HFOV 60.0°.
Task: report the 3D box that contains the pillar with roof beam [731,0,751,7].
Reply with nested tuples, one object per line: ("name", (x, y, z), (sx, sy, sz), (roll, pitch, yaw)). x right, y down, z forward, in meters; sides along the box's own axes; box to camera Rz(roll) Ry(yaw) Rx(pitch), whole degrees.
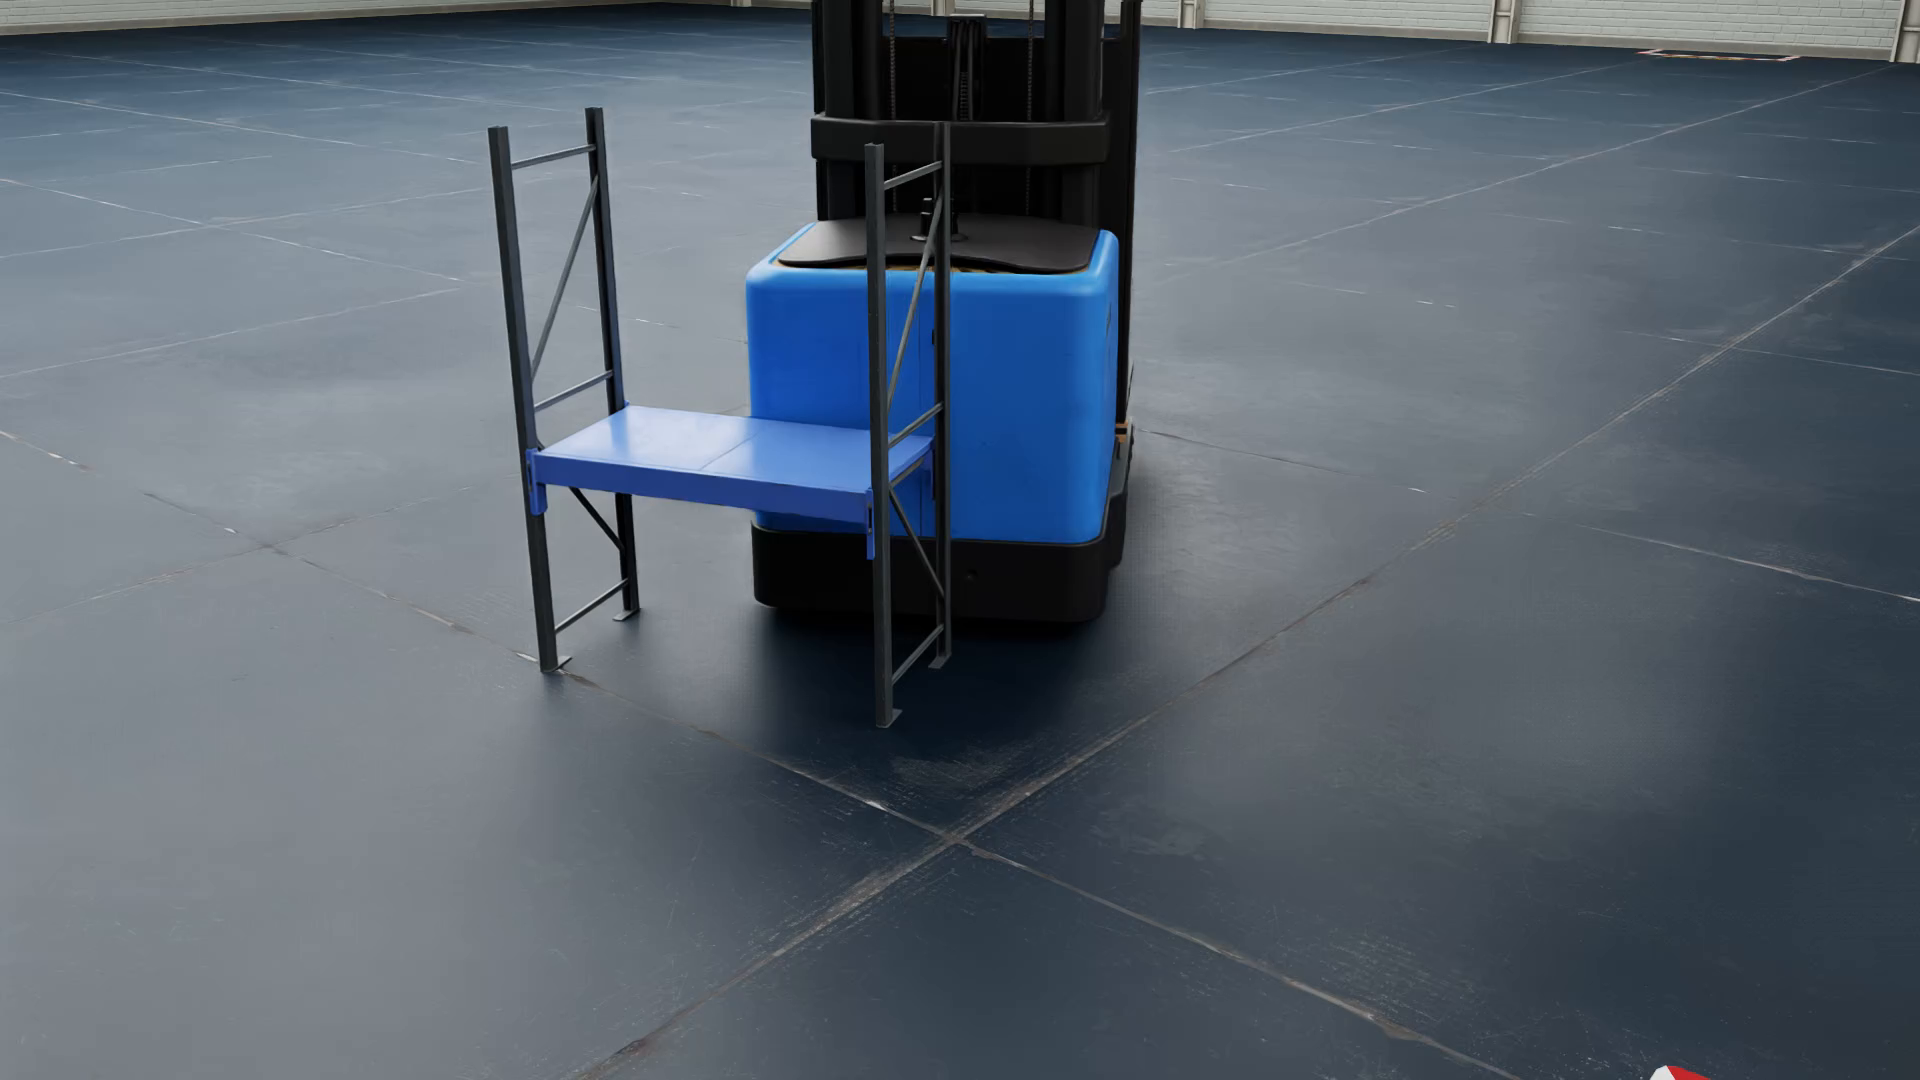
("pillar with roof beam", (-7.723, -15.251, 33.357), (0.400, 9.000, 9.100), (16, 26, 36))

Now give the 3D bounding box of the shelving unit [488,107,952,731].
("shelving unit", (-0.602, -0.348, 4.467), (1.048, 1.500, 0.538), (7, 22, 18))

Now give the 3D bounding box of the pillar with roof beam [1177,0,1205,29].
("pillar with roof beam", (1.574, -12.574, 26.258), (0.400, 9.000, 9.100), (16, 26, 36))

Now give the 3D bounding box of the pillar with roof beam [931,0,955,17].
("pillar with roof beam", (-3.074, -13.912, 29.808), (0.400, 9.000, 9.100), (16, 26, 36))

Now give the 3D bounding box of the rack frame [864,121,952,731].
("rack frame", (-0.123, -0.288, 4.307), (0.032, 1.500, 0.500), (7, 22, 18))

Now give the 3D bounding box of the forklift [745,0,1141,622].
("forklift", (0.084, -1.613, 5.792), (1.130, 2.935, 3.031), (3, 21, 7))

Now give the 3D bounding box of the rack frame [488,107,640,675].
("rack frame", (-1.081, -0.408, 4.626), (0.032, 1.500, 0.500), (7, 22, 18))

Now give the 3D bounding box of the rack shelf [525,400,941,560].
("rack shelf", (-0.602, -0.180, 4.530), (1.000, 0.185, 0.538), (7, 22, 18))

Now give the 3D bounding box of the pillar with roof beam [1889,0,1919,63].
("pillar with roof beam", (10.871, -9.896, 19.158), (0.400, 9.000, 9.100), (16, 26, 36))

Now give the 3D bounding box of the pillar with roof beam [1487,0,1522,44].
("pillar with roof beam", (6.222, -11.235, 22.708), (0.400, 9.000, 9.100), (16, 26, 36))
